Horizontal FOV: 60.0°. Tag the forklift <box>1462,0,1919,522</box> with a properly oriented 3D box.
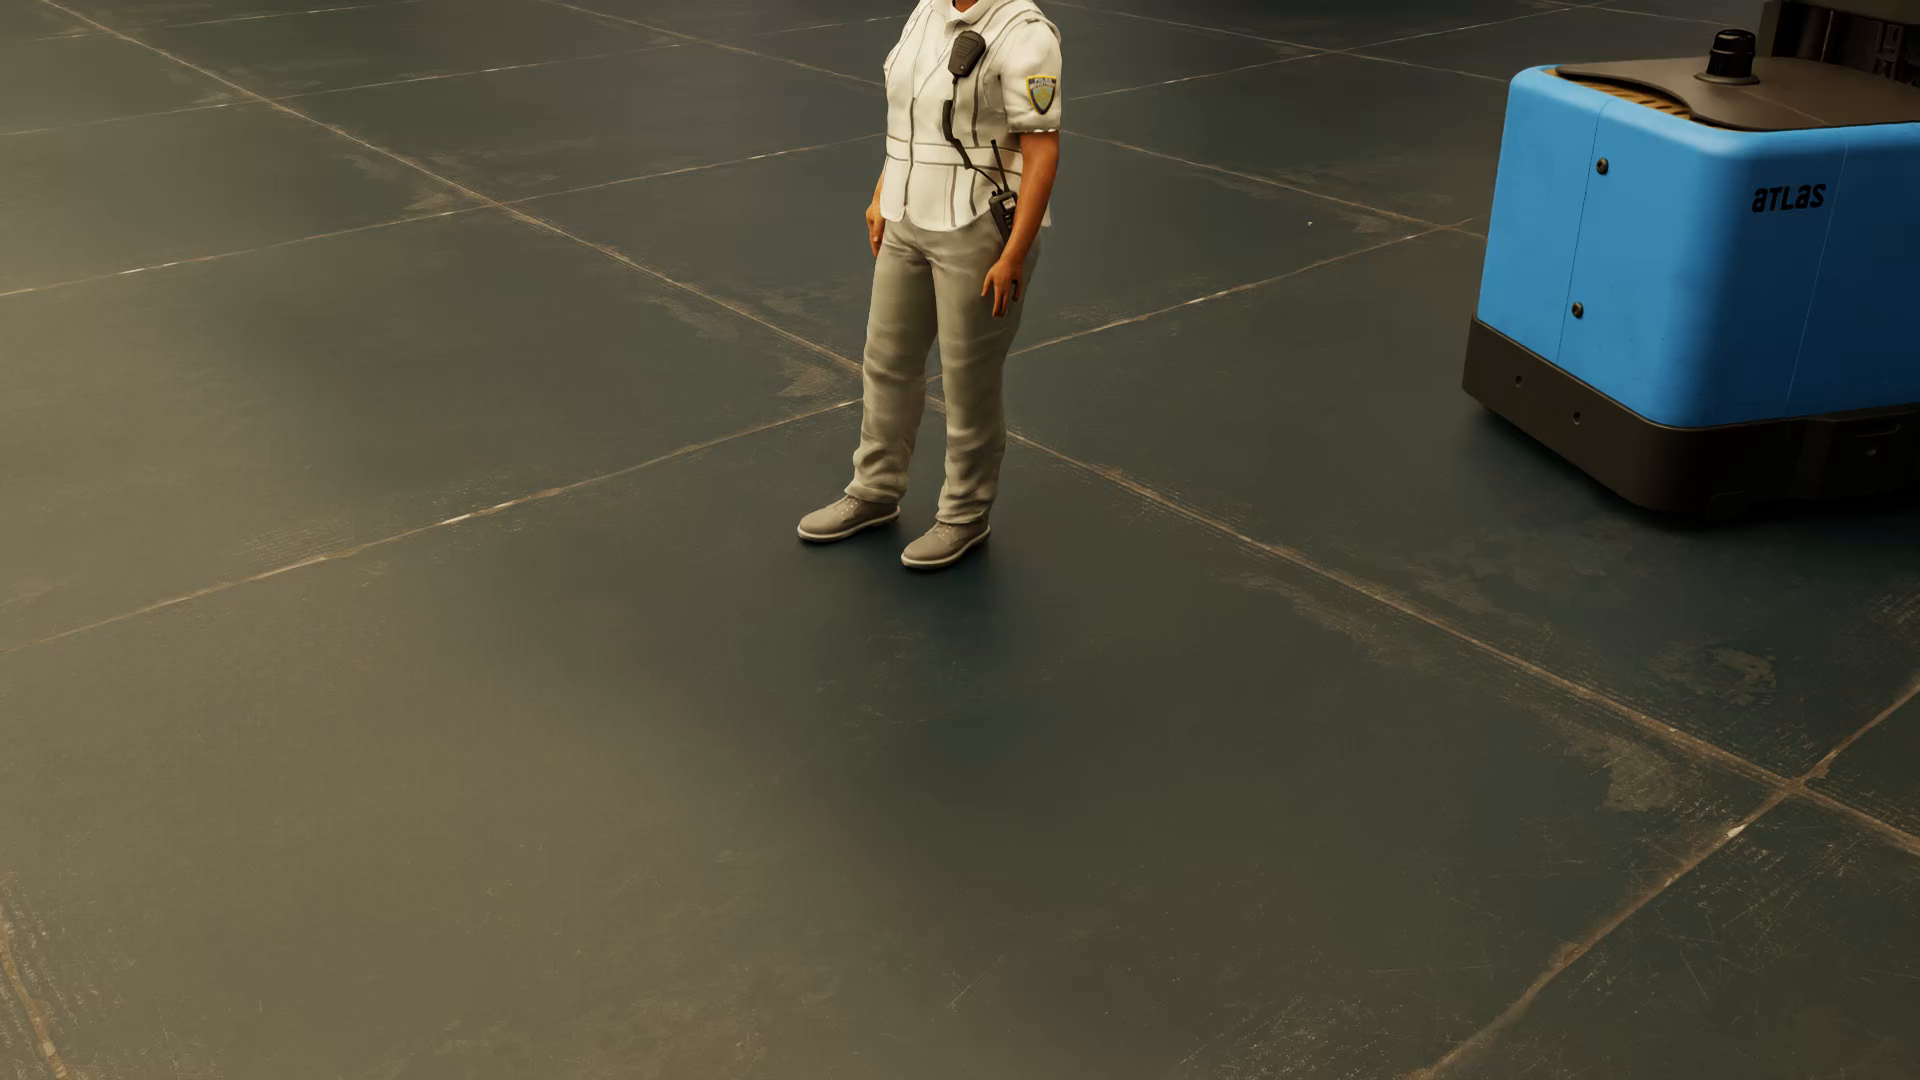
[{"bbox_3d":[3.179,-1.713,4.655,3.031,2.935,1.130,-7,27,-14],"label":"forklift"}]

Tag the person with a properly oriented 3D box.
[{"bbox_3d":[-0.073,-0.739,4.099,0.529,1.670,0.598,-20,33,-35],"label":"person"}]
